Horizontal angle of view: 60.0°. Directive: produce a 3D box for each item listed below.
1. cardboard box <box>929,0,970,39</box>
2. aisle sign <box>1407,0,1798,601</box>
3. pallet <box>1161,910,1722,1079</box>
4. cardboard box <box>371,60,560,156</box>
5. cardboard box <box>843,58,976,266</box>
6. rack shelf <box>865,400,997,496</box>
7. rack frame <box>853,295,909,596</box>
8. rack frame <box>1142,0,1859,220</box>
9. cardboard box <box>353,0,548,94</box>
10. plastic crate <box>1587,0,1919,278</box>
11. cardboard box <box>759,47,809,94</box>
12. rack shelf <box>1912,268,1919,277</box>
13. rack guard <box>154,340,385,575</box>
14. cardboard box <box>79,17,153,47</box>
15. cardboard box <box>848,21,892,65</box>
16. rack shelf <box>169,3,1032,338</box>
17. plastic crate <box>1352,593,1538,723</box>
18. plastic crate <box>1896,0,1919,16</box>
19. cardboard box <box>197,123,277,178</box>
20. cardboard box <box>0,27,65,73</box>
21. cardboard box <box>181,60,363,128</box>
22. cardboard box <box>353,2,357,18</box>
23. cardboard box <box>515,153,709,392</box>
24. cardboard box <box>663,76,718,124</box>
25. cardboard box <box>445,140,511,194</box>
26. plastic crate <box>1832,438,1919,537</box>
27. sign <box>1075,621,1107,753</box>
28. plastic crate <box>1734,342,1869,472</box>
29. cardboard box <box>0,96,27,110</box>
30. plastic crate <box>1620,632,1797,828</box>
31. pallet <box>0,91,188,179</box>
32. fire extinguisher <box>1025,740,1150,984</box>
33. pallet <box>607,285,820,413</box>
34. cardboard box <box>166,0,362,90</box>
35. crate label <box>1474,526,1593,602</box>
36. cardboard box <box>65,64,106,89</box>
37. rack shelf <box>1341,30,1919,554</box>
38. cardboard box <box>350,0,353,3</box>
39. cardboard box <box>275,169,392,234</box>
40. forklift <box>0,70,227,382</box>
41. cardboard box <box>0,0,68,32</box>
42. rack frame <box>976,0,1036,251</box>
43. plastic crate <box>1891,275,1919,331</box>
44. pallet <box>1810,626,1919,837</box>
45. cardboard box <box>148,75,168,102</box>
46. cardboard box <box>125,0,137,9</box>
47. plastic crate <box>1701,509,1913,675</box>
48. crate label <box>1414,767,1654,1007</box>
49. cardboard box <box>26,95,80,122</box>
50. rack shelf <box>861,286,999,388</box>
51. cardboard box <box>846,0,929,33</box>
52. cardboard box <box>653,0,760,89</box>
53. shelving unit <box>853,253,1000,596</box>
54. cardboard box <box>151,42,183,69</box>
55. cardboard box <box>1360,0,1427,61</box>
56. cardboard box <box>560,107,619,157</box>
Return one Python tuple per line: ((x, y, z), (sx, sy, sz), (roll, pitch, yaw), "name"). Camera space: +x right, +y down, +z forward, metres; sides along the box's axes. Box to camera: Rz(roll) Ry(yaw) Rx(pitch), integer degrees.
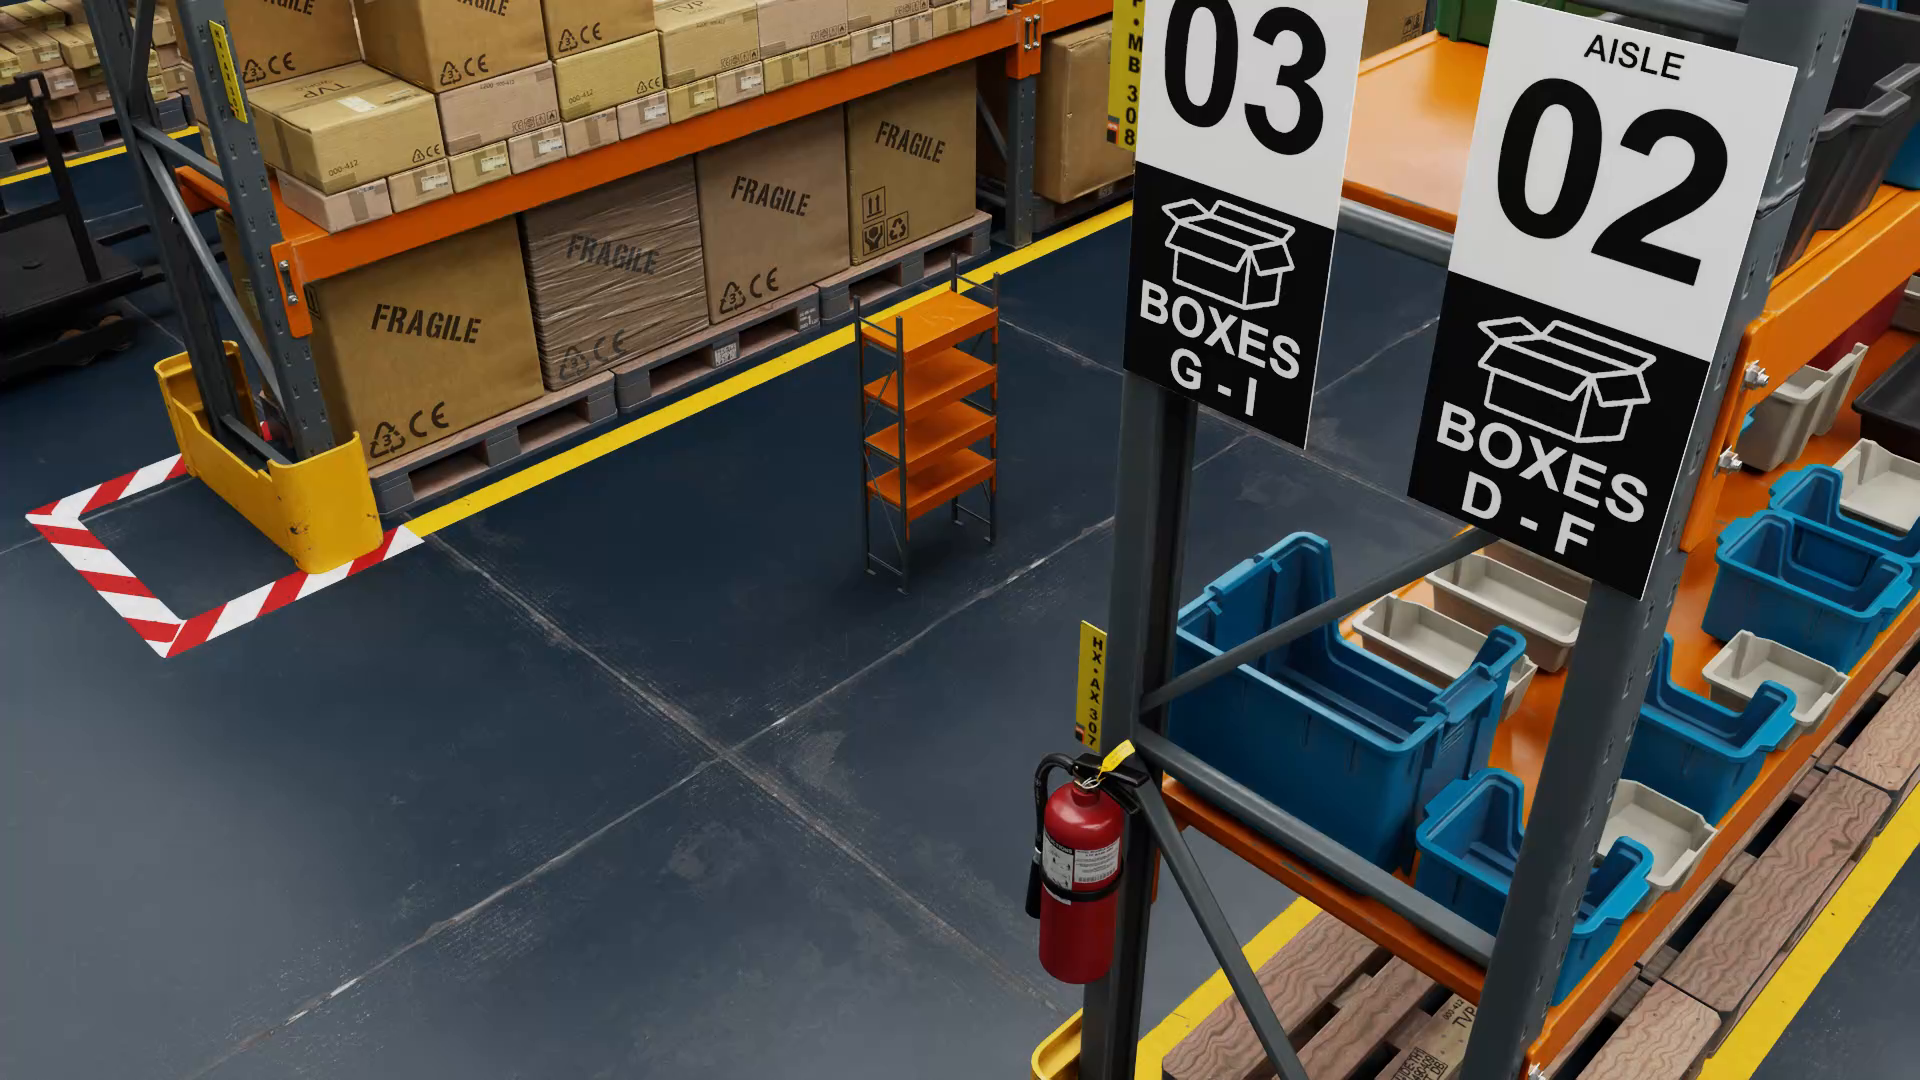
((-0.170, -2.553, 8.009), (0.250, 0.149, 0.380), (-29, 44, -35), "cardboard box")
((0.851, -0.315, 2.306), (0.394, 0.787, 0.004), (30, 45, 35), "aisle sign")
((1.300, 1.427, 4.519), (1.003, 0.211, 1.213), (30, 45, 35), "pallet")
((-1.933, -1.754, 6.513), (0.500, 0.250, 0.500), (29, 44, 35), "cardboard box")
((-0.527, -2.082, 8.604), (0.875, 0.875, 0.875), (30, 45, 35), "cardboard box")
((-0.117, -0.370, 6.349), (0.258, 0.148, 0.480), (30, 45, 35), "rack shelf")
((-0.289, -0.326, 6.168), (0.240, 1.200, 0.015), (30, 45, 35), "rack frame")
((0.691, -1.858, 1.547), (1.000, 3.000, 0.127), (30, 45, 35), "rack frame")
((-1.942, -2.050, 6.283), (0.500, 0.500, 0.500), (28, 44, 34), "cardboard box")
((1.160, -0.618, 2.506), (0.497, 0.269, 0.590), (30, 45, 35), "plastic crate")
((-0.893, -2.136, 7.411), (0.380, 0.149, 0.250), (29, 44, 35), "cardboard box")
((4.918, -1.538, 6.962), (1.077, 0.370, 4.000), (30, 45, 35), "rack shelf")
((-2.841, -0.358, 6.827), (1.175, 0.500, 0.348), (30, 45, 35), "rack guard")
((-5.169, -3.101, 10.180), (0.380, 0.149, 0.250), (27, 43, 33), "cardboard box")
((-0.531, -2.345, 7.710), (0.250, 0.149, 0.380), (-29, 44, -35), "cardboard box")
((-1.415, -1.910, 7.496), (1.077, 0.370, 4.000), (30, 45, 35), "rack shelf")
((1.137, 0.282, 3.901), (0.396, 0.136, 0.243), (30, 45, 35), "plastic crate")
((1.962, -1.111, 3.154), (0.504, 0.338, 0.767), (30, 45, 35), "plastic crate")
((-2.807, -1.568, 6.595), (0.250, 0.149, 0.380), (-29, 44, -35), "cardboard box")
((-5.553, -2.917, 9.915), (0.250, 0.149, 0.380), (-29, 44, -35), "cardboard box")
((-2.671, -1.758, 6.519), (0.500, 0.250, 0.500), (29, 44, 35), "cardboard box")
((-4.055, -3.633, 11.202), (0.250, 0.149, 0.380), (-29, 44, -35), "cardboard box")
((-1.789, -1.356, 7.562), (0.875, 0.875, 0.875), (30, 45, 35), "cardboard box")
((-1.257, -1.926, 7.110), (0.380, 0.149, 0.250), (28, 44, 34), "cardboard box")
((-1.980, -1.510, 6.513), (0.380, 0.149, 0.250), (28, 44, 34), "cardboard box")
((2.496, -0.109, 4.463), (0.293, 0.136, 0.466), (30, 45, 35), "plastic crate")
((0.289, 0.321, 3.525), (0.100, 0.325, 0.005), (30, 45, 35), "sign")
((2.303, -0.451, 4.826), (0.437, 0.282, 0.530), (30, 45, 35), "plastic crate")
((-5.721, -2.668, 9.818), (0.250, 0.149, 0.380), (-28, 44, -34), "cardboard box")
((1.562, 0.412, 3.631), (0.416, 0.233, 0.300), (30, 45, 35), "plastic crate")
((-5.621, -2.636, 10.345), (1.003, 0.211, 1.213), (30, 45, 35), "pallet")
((0.262, 0.666, 3.567), (0.296, 0.674, 0.183), (30, 45, 35), "fire extinguisher")
((-1.457, -1.099, 8.141), (1.003, 0.211, 1.213), (30, 45, 35), "pallet")
((-2.667, -2.065, 6.305), (0.500, 0.500, 0.500), (-29, 44, -35), "cardboard box")
((1.530, 0.048, 4.238), (0.396, 0.136, 0.243), (30, 45, 35), "crate label")
((-5.379, -2.891, 10.138), (0.250, 0.149, 0.380), (-29, 44, -35), "cardboard box")
((2.100, -1.144, 3.775), (1.077, 0.370, 4.000), (30, 45, 35), "rack shelf")
((-4.206, -3.610, 10.909), (0.380, 0.149, 0.250), (27, 43, 33), "cardboard box")
((-2.340, -1.301, 6.214), (0.250, 0.149, 0.380), (-29, 44, -35), "cardboard box")
((-4.645, -2.207, 7.352), (1.130, 2.935, 3.031), (27, 43, 33), "forklift")
((-5.769, -3.233, 10.368), (0.380, 0.149, 0.250), (29, 44, 34), "cardboard box")
((-0.006, -3.017, 8.454), (1.000, 3.000, 0.127), (30, 45, 35), "rack frame")
((3.080, -0.806, 5.462), (0.396, 0.136, 0.243), (30, 45, 35), "plastic crate")
((3.019, 0.437, 5.939), (1.003, 0.211, 1.213), (30, 45, 35), "pallet")
((-5.122, -2.822, 10.300), (0.250, 0.149, 0.380), (-29, 44, -35), "cardboard box")
((-5.392, -3.444, 10.671), (0.250, 0.149, 0.380), (-28, 44, -34), "cardboard box")
((2.026, 0.145, 4.014), (0.416, 0.233, 0.300), (30, 45, 35), "plastic crate")
((1.099, 0.679, 3.248), (0.416, 0.233, 0.303), (30, 45, 35), "crate label")
((-5.550, -2.659, 10.066), (0.380, 0.149, 0.250), (29, 44, 35), "cardboard box")
((-0.117, -0.747, 6.086), (0.258, 0.148, 0.480), (30, 45, 35), "rack shelf")
((-0.493, -2.582, 7.701), (0.500, 0.250, 0.500), (-28, 44, -34), "cardboard box")
((-1.212, -2.170, 7.110), (0.500, 0.250, 0.500), (29, 44, 34), "cardboard box")
((-0.117, -0.425, 6.310), (0.258, 1.200, 0.503), (30, 45, 35), "shelving unit")
((-5.001, -3.097, 10.434), (0.380, 0.149, 0.250), (27, 43, 33), "cardboard box")
((2.312, -3.670, 10.880), (1.225, 0.875, 0.875), (27, 43, 33), "cardboard box")
((-1.617, -1.719, 6.813), (0.380, 0.149, 0.250), (29, 44, 34), "cardboard box")
